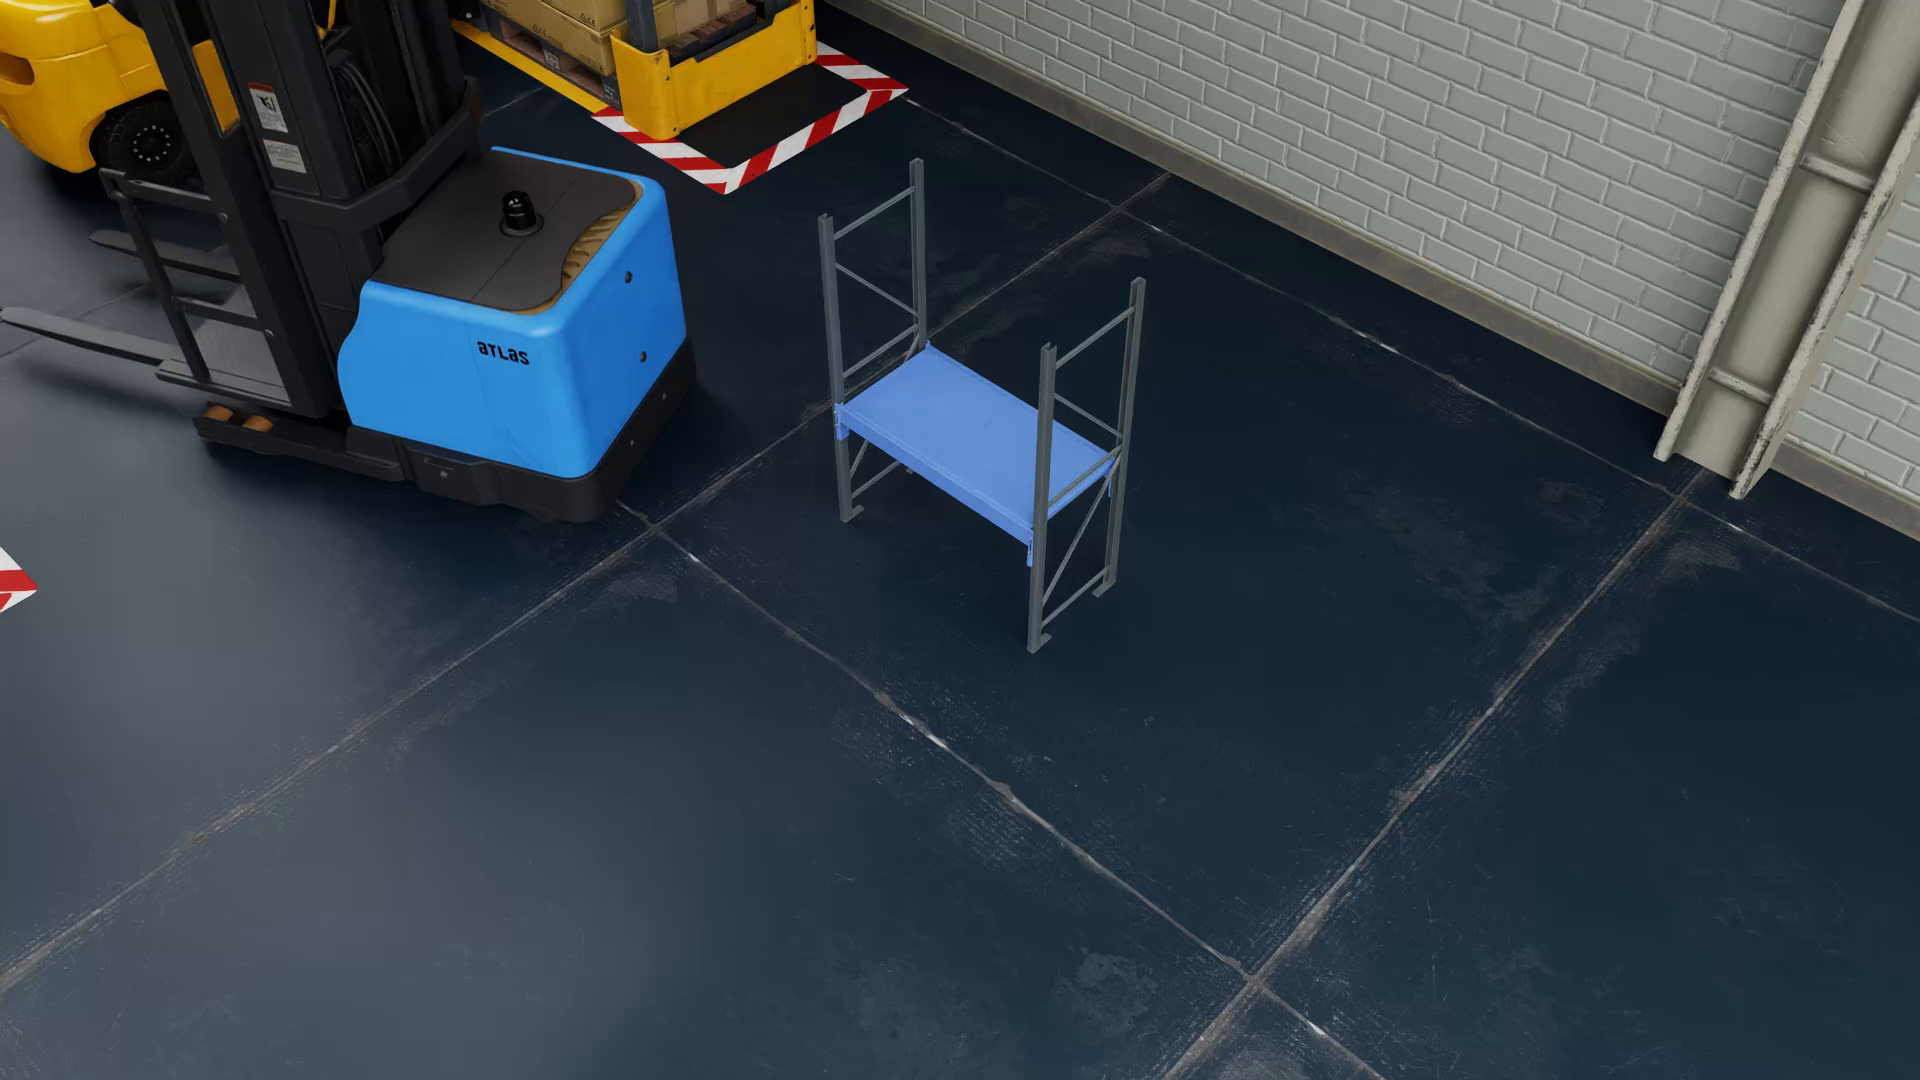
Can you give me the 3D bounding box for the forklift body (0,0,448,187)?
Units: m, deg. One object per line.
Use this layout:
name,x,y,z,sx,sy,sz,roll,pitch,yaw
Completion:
forklift body,-3.940,-3.180,8.260,1.214,2.155,2.313,34,55,28

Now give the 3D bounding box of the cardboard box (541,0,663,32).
cardboard box,-1.879,-2.957,8.724,0.500,0.250,0.500,33,55,27

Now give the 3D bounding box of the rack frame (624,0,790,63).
rack frame,-1.310,-3.510,7.988,0.127,3.000,1.000,34,55,28

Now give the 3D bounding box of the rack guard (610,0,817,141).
rack guard,-1.292,-2.642,8.888,0.348,0.500,1.175,34,55,28

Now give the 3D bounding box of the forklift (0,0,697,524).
forklift,-2.735,-1.719,6.354,3.031,2.935,1.130,14,48,13

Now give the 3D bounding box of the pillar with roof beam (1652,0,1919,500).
pillar with roof beam,0.279,-1.117,1.627,0.400,9.000,9.100,34,55,28

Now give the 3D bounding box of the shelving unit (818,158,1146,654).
shelving unit,0.063,-0.471,6.164,1.048,1.500,0.538,34,55,28

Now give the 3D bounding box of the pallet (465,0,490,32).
pallet,-2.792,-3.514,9.905,1.213,0.211,1.003,34,55,28

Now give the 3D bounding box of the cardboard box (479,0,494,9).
cardboard box,-2.590,-3.279,9.369,0.500,0.250,0.500,35,56,28

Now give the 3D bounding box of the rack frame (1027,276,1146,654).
rack frame,0.436,-0.220,5.928,0.032,1.500,0.500,34,55,28

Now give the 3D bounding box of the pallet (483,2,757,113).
pallet,-1.900,-2.911,9.338,1.213,0.211,1.003,34,55,28

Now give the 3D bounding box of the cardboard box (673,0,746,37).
cardboard box,-1.538,-3.060,9.164,0.500,0.250,0.500,34,56,28

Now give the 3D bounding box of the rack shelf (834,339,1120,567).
rack shelf,0.063,-0.348,6.295,1.000,0.185,0.538,34,55,28

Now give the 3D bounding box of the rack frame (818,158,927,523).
rack frame,-0.311,-0.723,6.400,0.032,1.500,0.500,34,55,28

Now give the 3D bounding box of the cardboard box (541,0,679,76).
cardboard box,-1.869,-2.775,8.896,0.500,0.250,0.500,34,56,28

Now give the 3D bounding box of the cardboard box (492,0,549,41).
cardboard box,-2.228,-3.026,9.132,0.500,0.250,0.500,34,55,28
